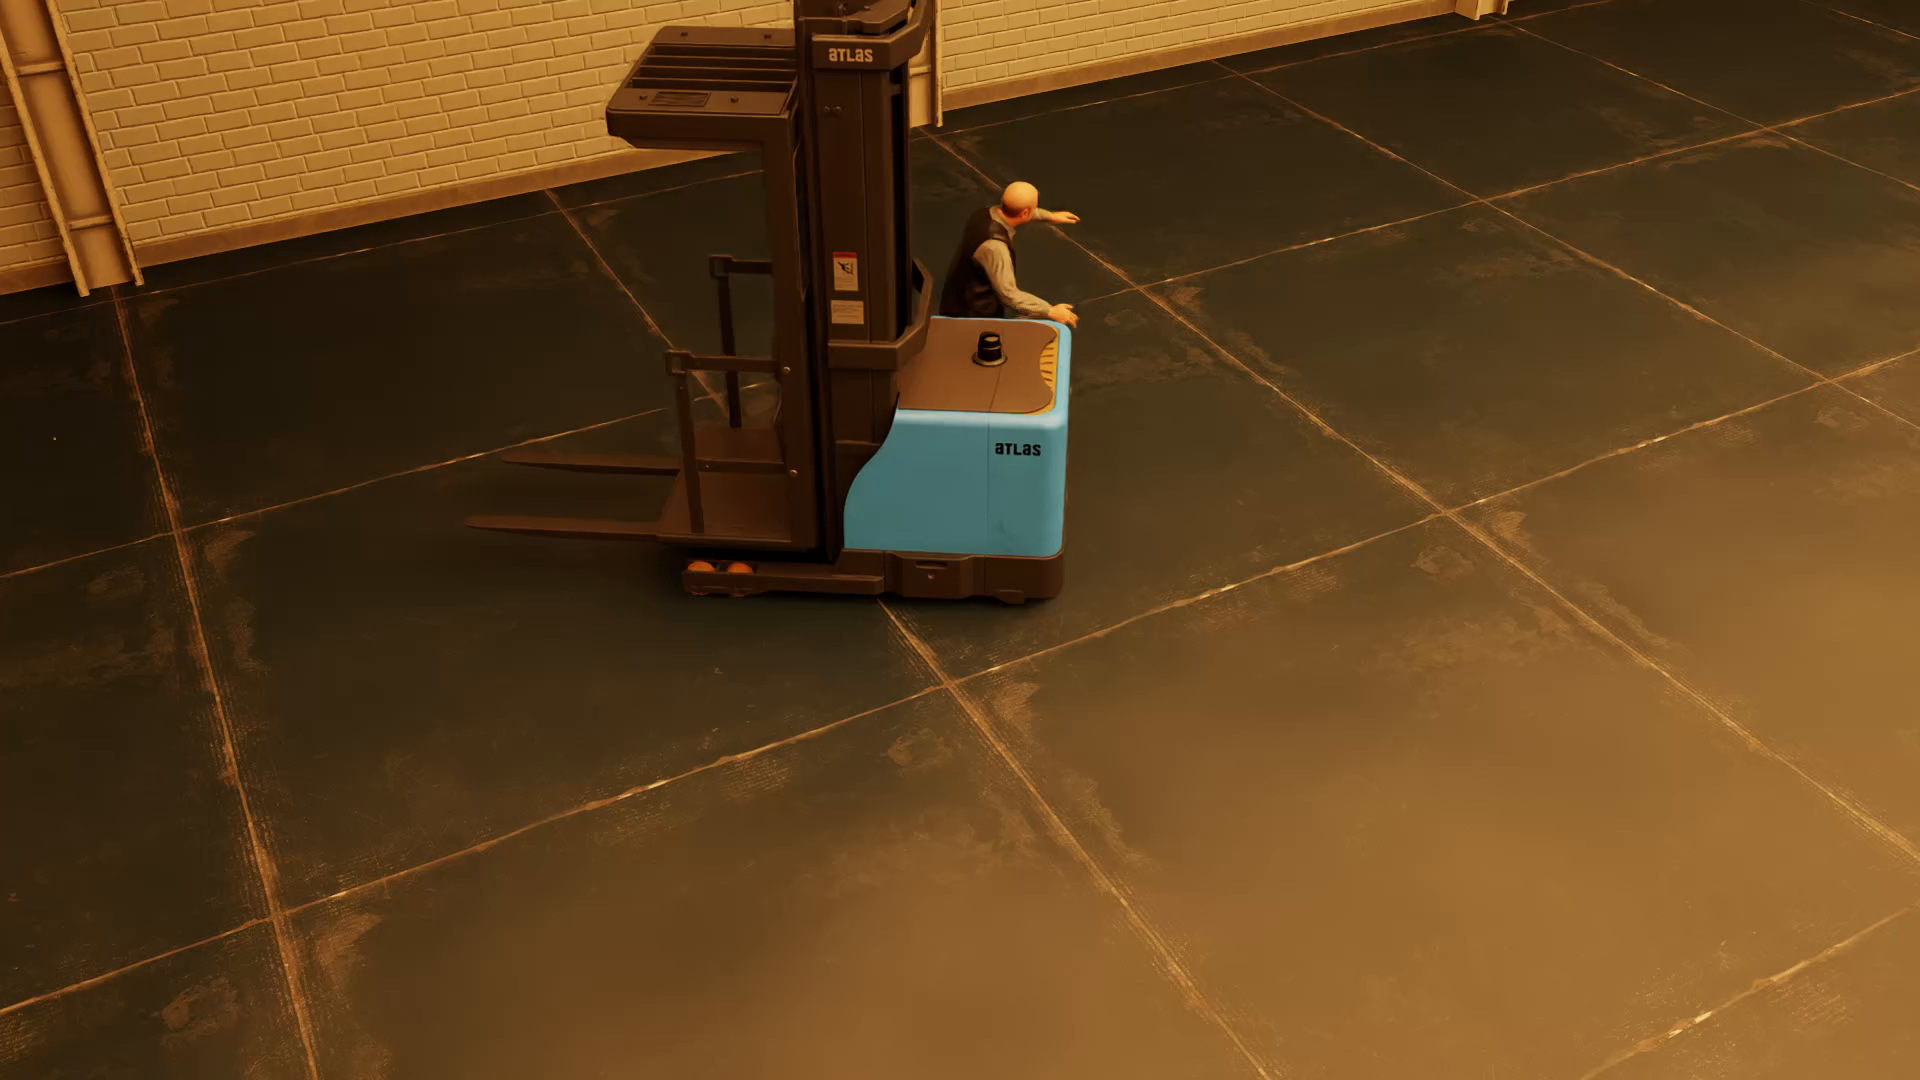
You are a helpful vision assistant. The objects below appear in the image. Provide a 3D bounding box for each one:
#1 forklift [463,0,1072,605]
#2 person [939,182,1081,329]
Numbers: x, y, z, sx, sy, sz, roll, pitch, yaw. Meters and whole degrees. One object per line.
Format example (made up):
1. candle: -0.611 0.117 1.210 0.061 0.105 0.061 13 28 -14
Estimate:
1. forklift: -0.971 -1.216 7.843 3.031 2.935 1.130 3 35 4
2. person: 0.316 -1.196 9.105 0.838 1.483 1.405 -2 35 -3
